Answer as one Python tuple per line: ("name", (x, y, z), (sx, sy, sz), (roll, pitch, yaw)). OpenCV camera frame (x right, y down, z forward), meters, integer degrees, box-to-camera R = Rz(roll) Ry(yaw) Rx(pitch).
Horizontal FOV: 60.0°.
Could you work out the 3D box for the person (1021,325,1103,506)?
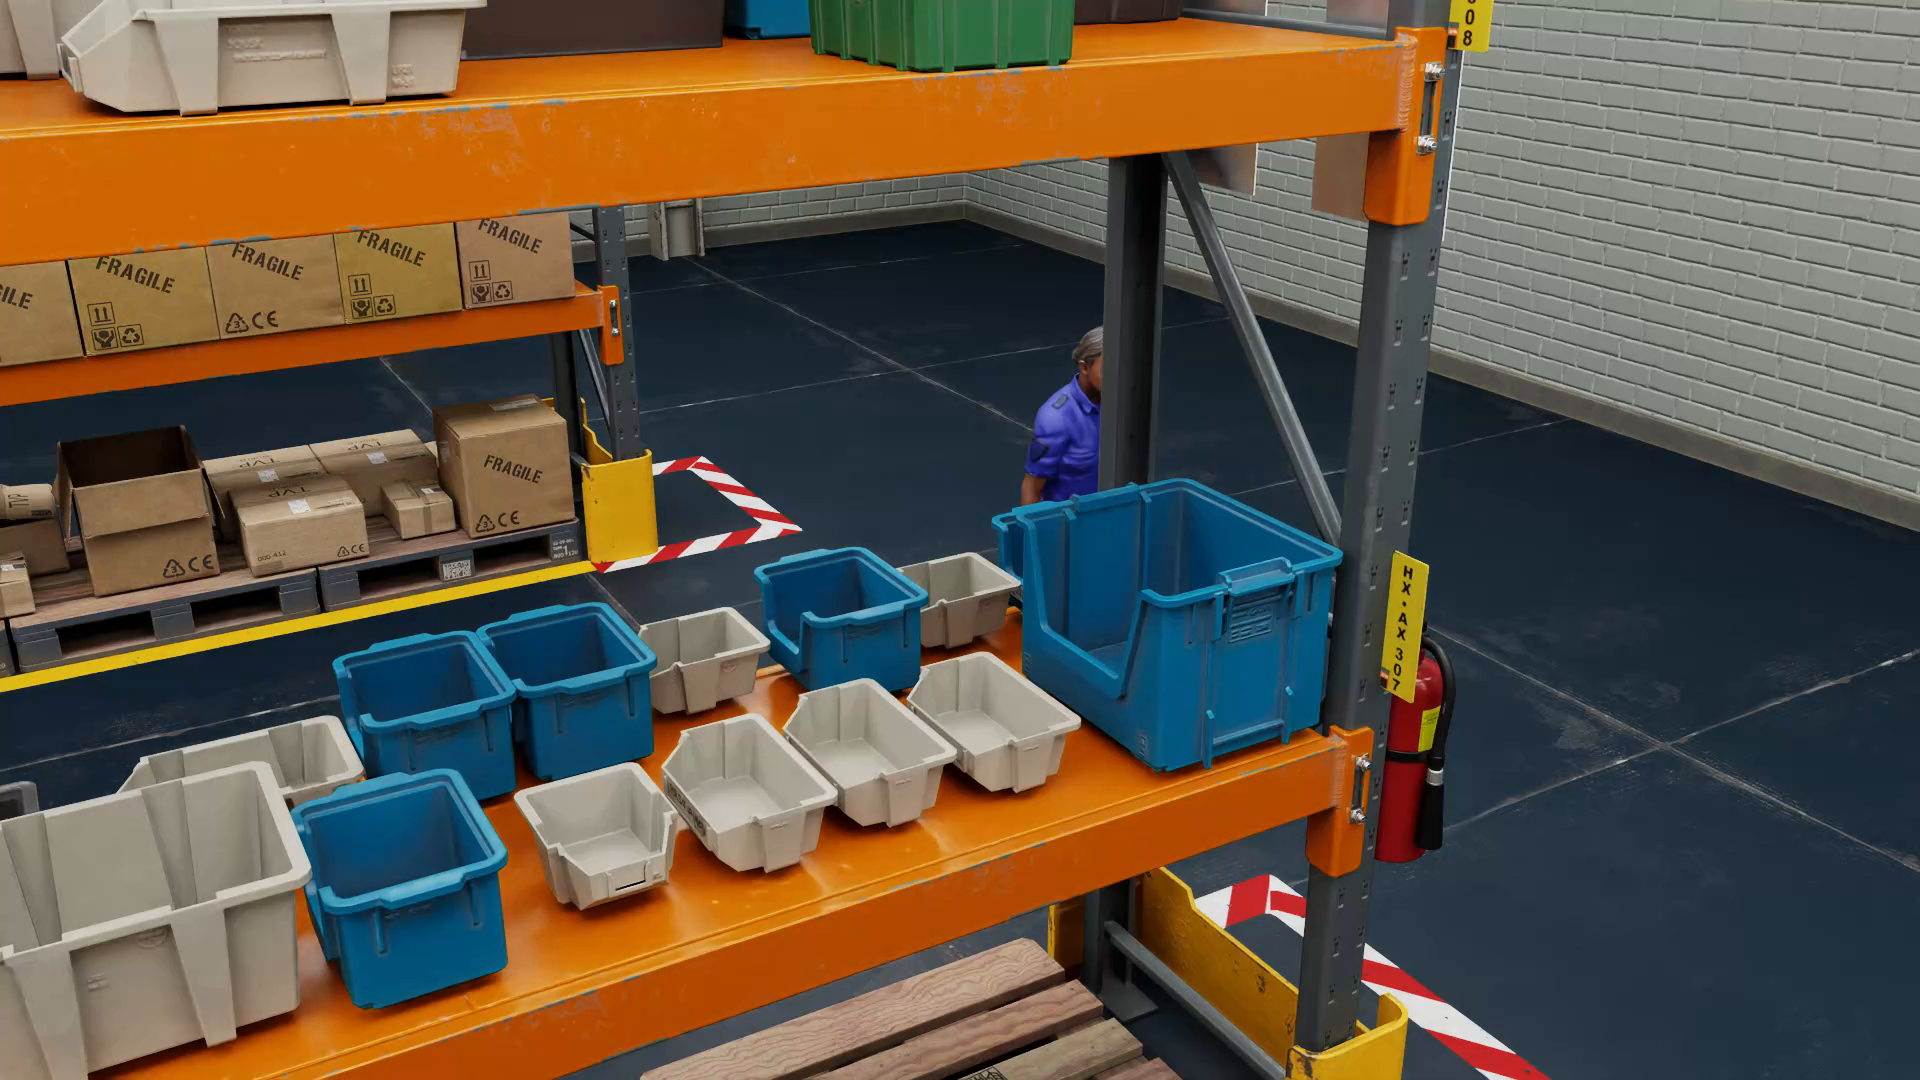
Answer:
("person", (0.430, 0.017, 6.053), (0.528, 1.653, 0.351), (-14, 26, -31))
